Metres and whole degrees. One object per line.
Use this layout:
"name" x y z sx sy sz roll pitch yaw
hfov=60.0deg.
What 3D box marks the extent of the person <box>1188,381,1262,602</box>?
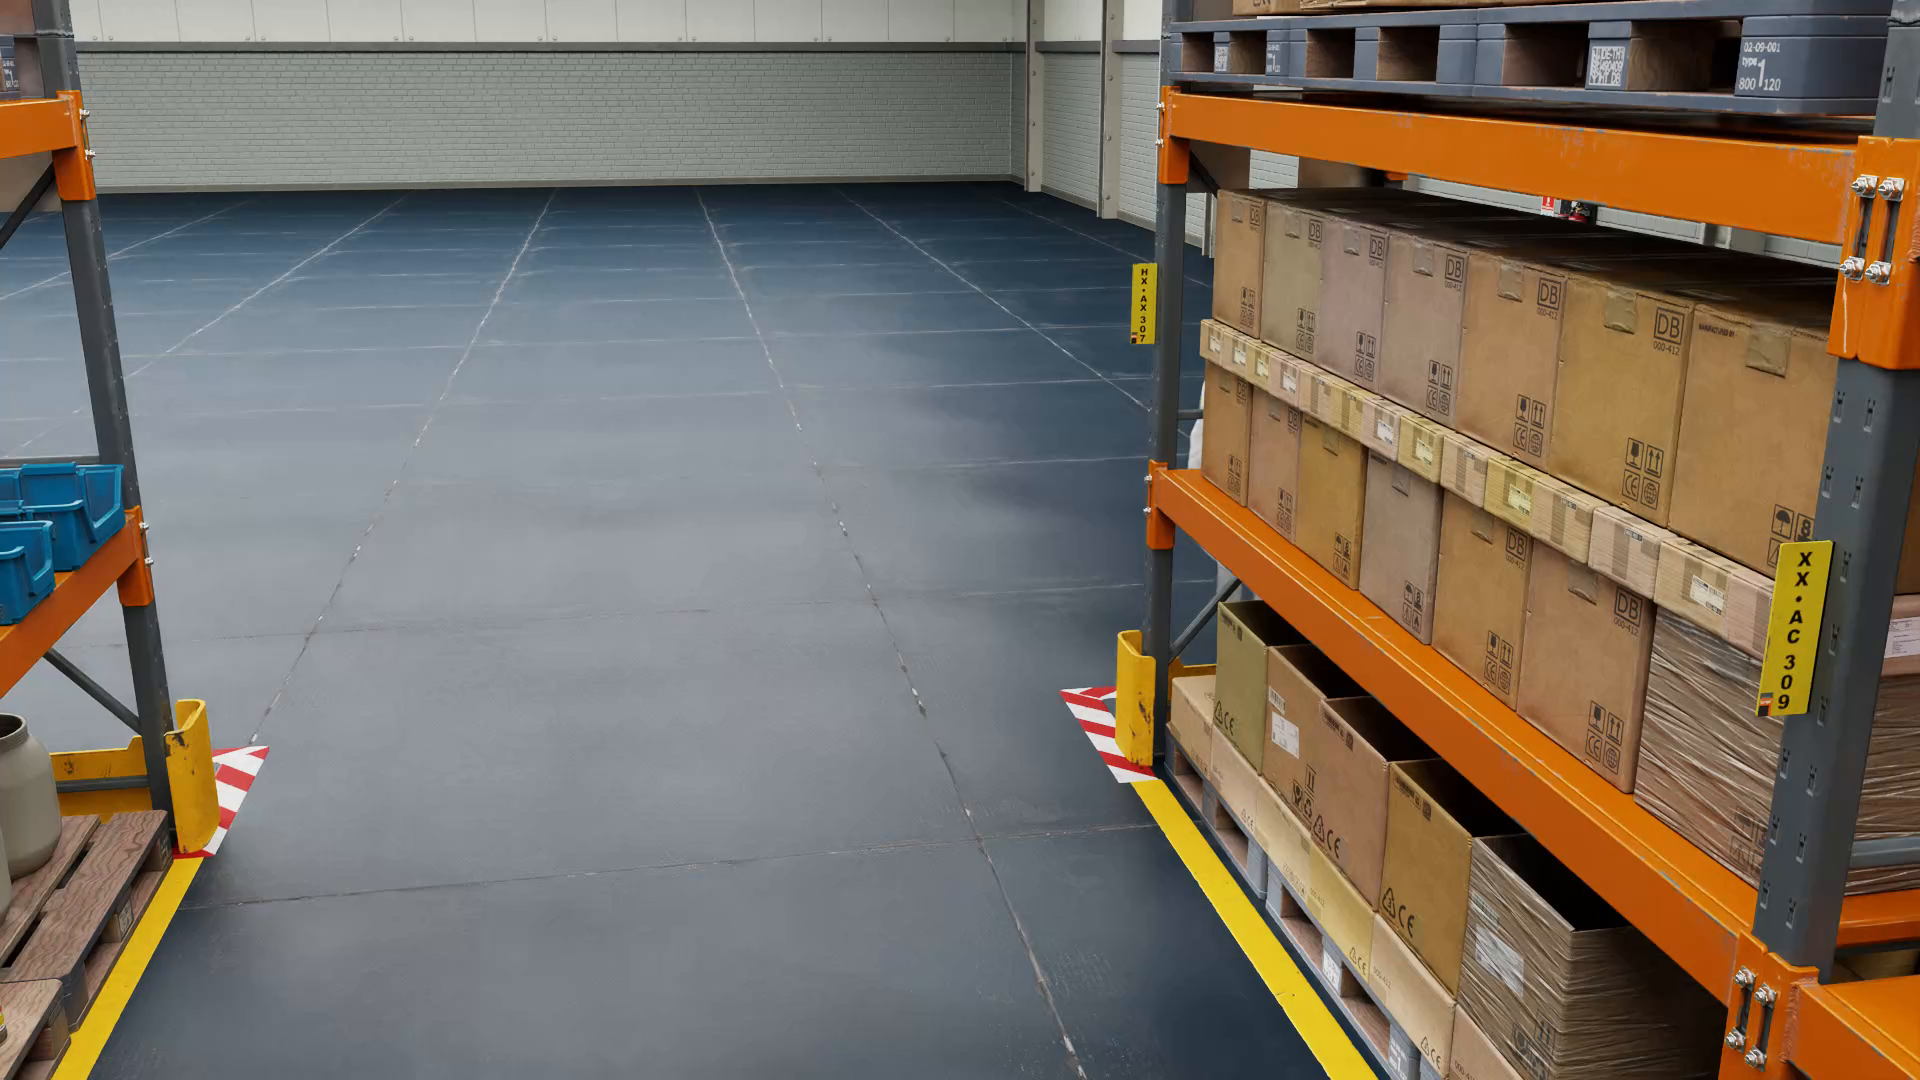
"person" 1.456 -0.277 8.494 0.589 1.696 0.458 3 17 11
